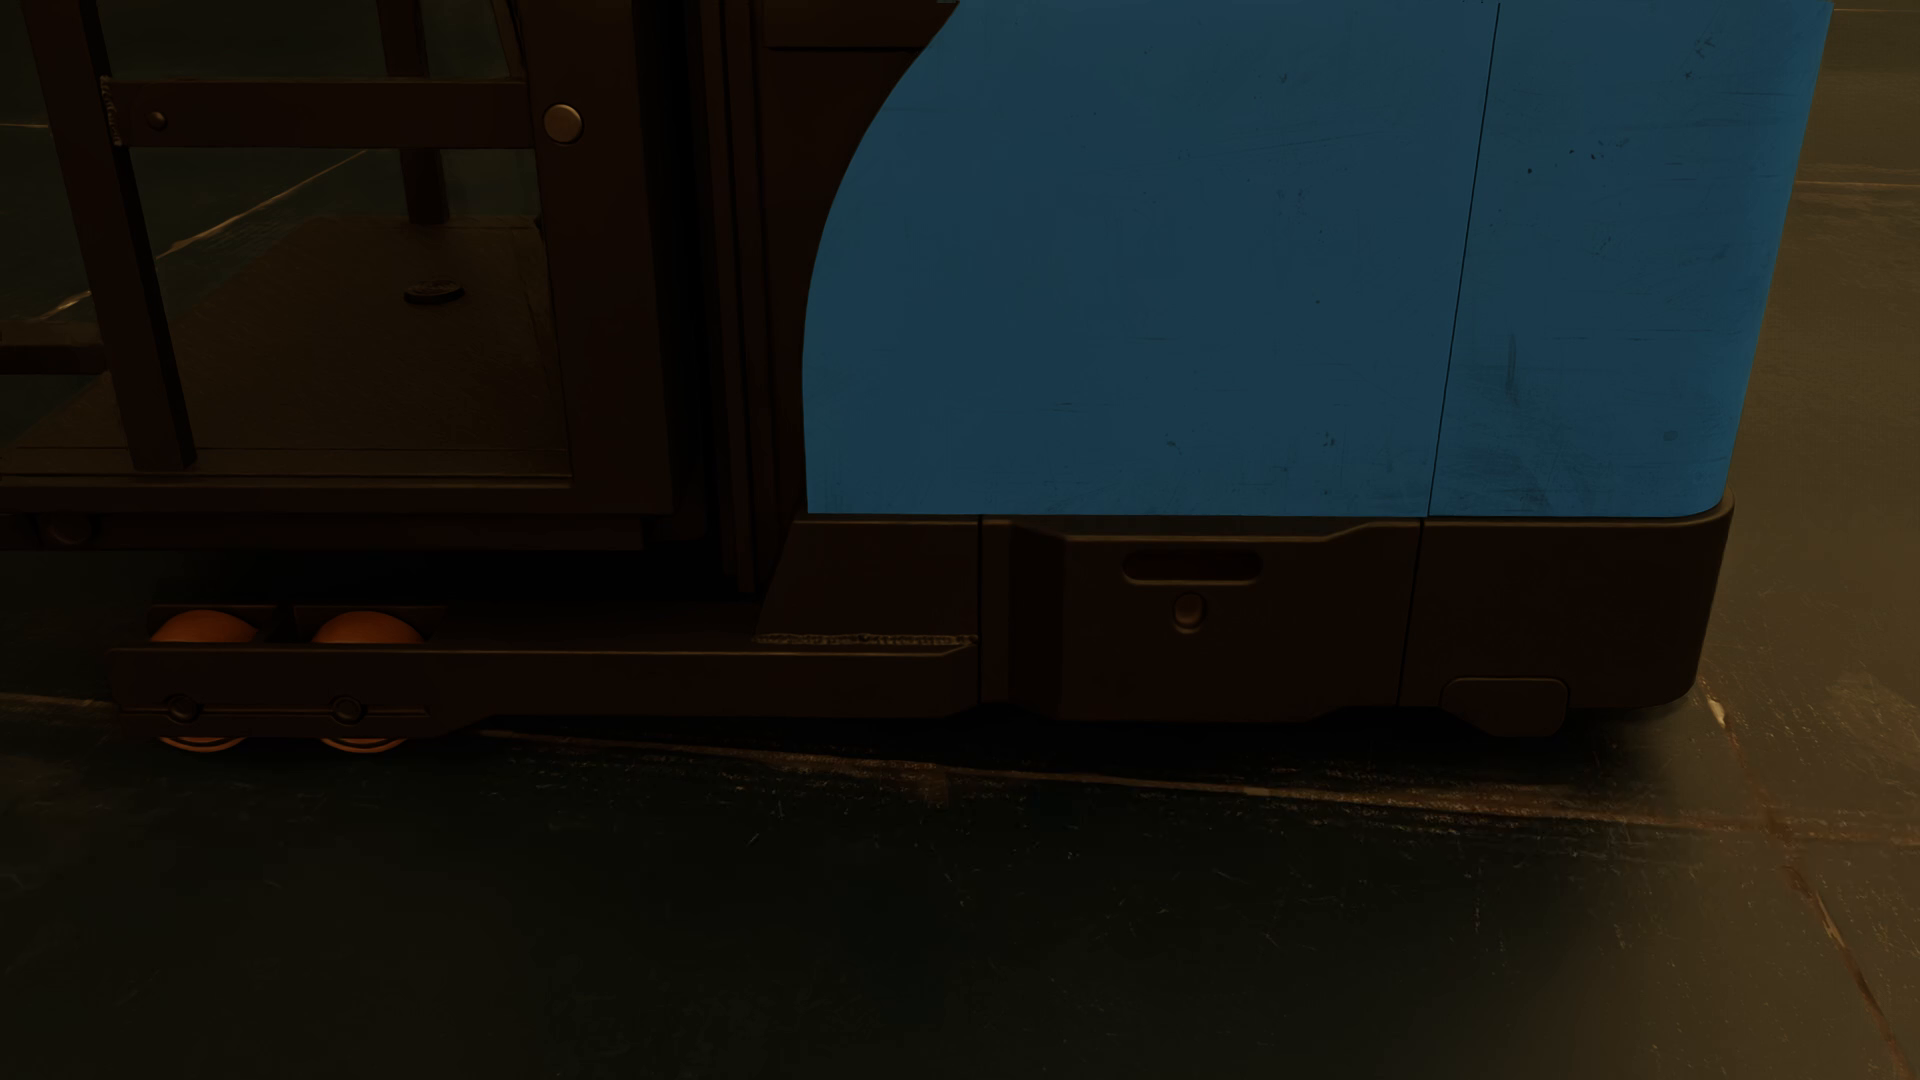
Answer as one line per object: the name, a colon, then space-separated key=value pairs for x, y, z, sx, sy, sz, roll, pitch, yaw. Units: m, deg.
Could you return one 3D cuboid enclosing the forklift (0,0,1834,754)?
forklift: x=-0.617 y=-1.293 z=1.808 sx=3.031 sy=2.935 sz=1.130 roll=0 pitch=27 yaw=1
